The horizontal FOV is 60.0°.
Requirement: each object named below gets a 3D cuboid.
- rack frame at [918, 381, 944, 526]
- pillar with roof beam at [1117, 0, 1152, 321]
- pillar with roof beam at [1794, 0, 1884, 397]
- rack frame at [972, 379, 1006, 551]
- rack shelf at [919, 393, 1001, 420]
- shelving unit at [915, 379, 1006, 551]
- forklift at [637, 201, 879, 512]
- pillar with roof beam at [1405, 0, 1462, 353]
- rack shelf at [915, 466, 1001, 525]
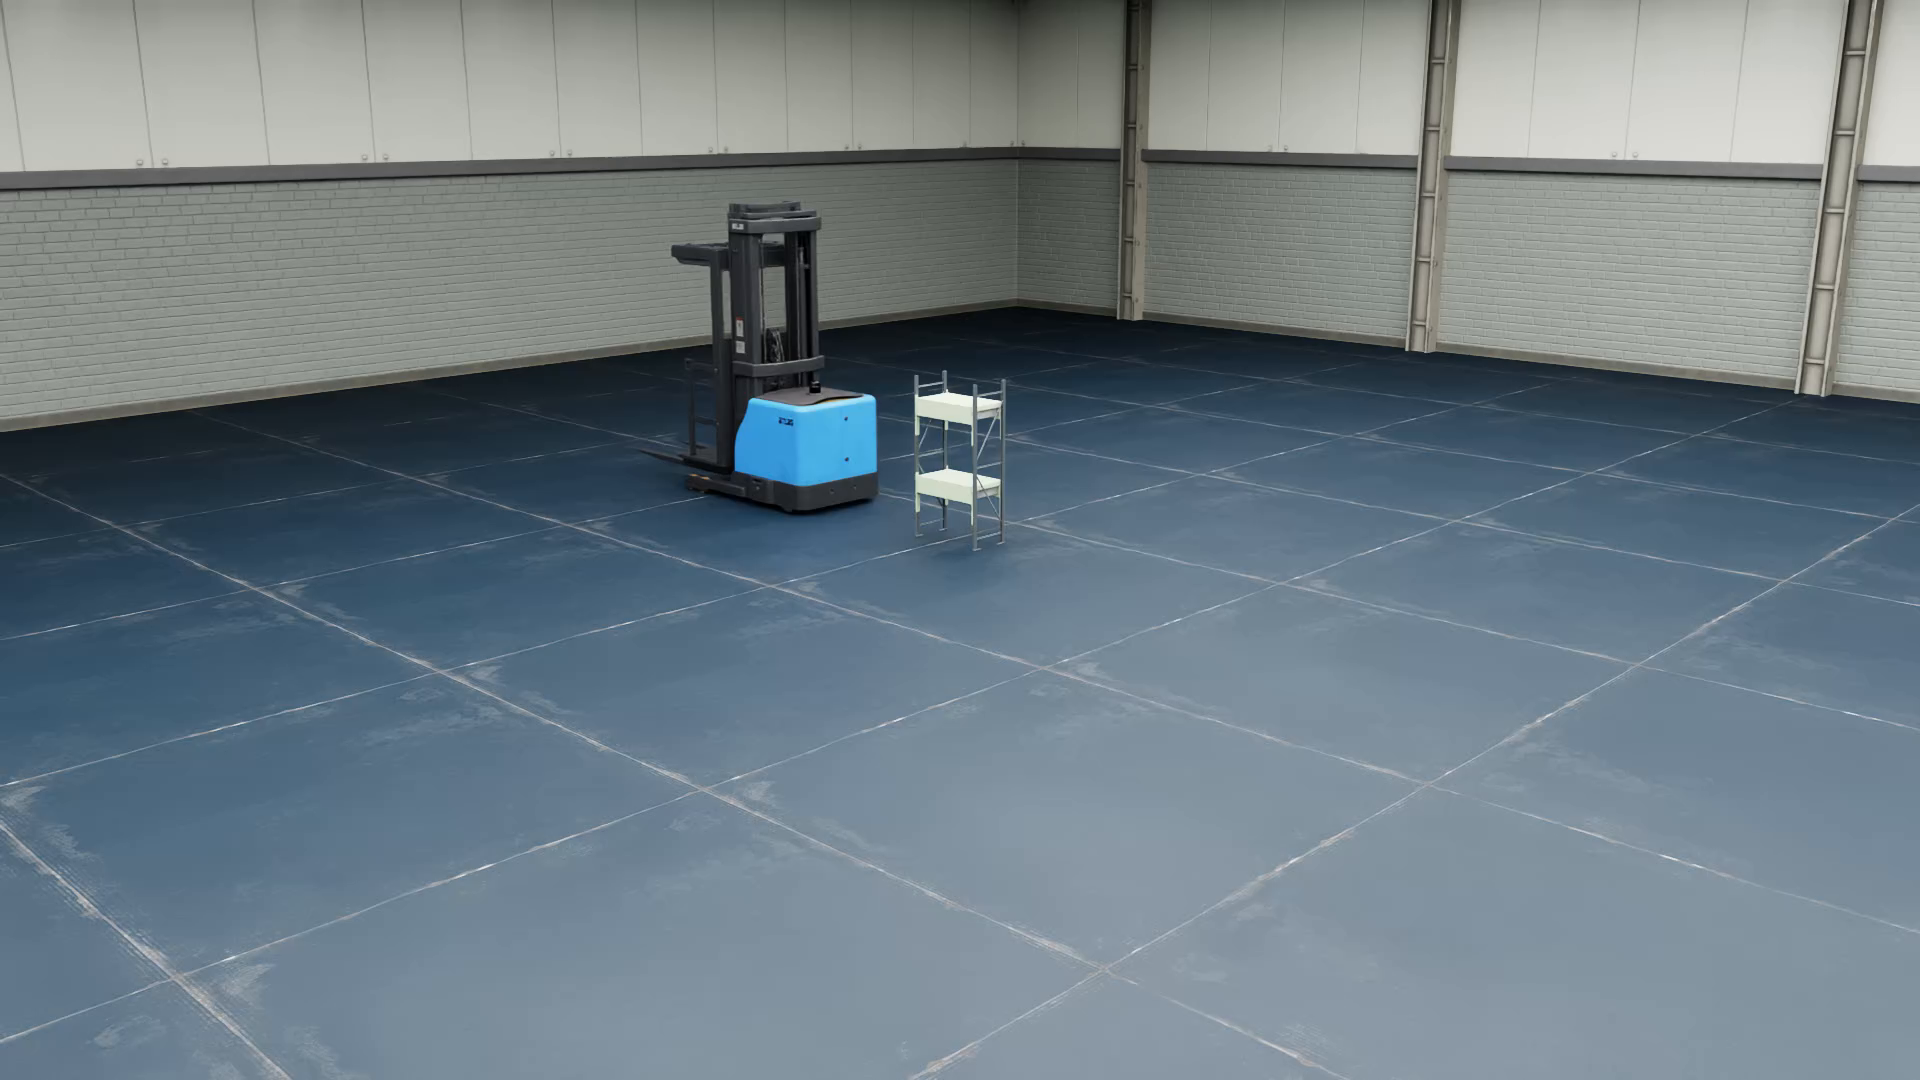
[{"bbox_3d":[-0.269,-0.791,15.310,0.010,1.308,0.380,14,20,42],"label":"rack frame"},{"bbox_3d":[0.190,-7.702,26.962,0.400,9.000,9.100,14,20,42],"label":"pillar with roof beam"},{"bbox_3d":[8.828,-5.602,18.902,0.400,9.000,9.100,14,20,42],"label":"pillar with roof beam"},{"bbox_3d":[0.259,-0.663,14.820,0.023,1.500,0.400,14,20,42],"label":"rack frame"},{"bbox_3d":[-0.005,-1.199,14.942,0.686,0.124,0.368,14,20,42],"label":"rack shelf"},{"bbox_3d":[-0.002,-0.726,15.063,0.748,1.500,0.431,14,20,42],"label":"shelving unit"},{"bbox_3d":[-2.219,-1.984,17.052,3.031,2.935,1.130,14,20,43],"label":"forklift"},{"bbox_3d":[4.509,-6.652,22.932,0.400,9.000,9.100,14,20,42],"label":"pillar with roof beam"},{"bbox_3d":[-0.005,-0.411,15.148,0.720,0.370,0.431,14,20,42],"label":"rack shelf"}]
